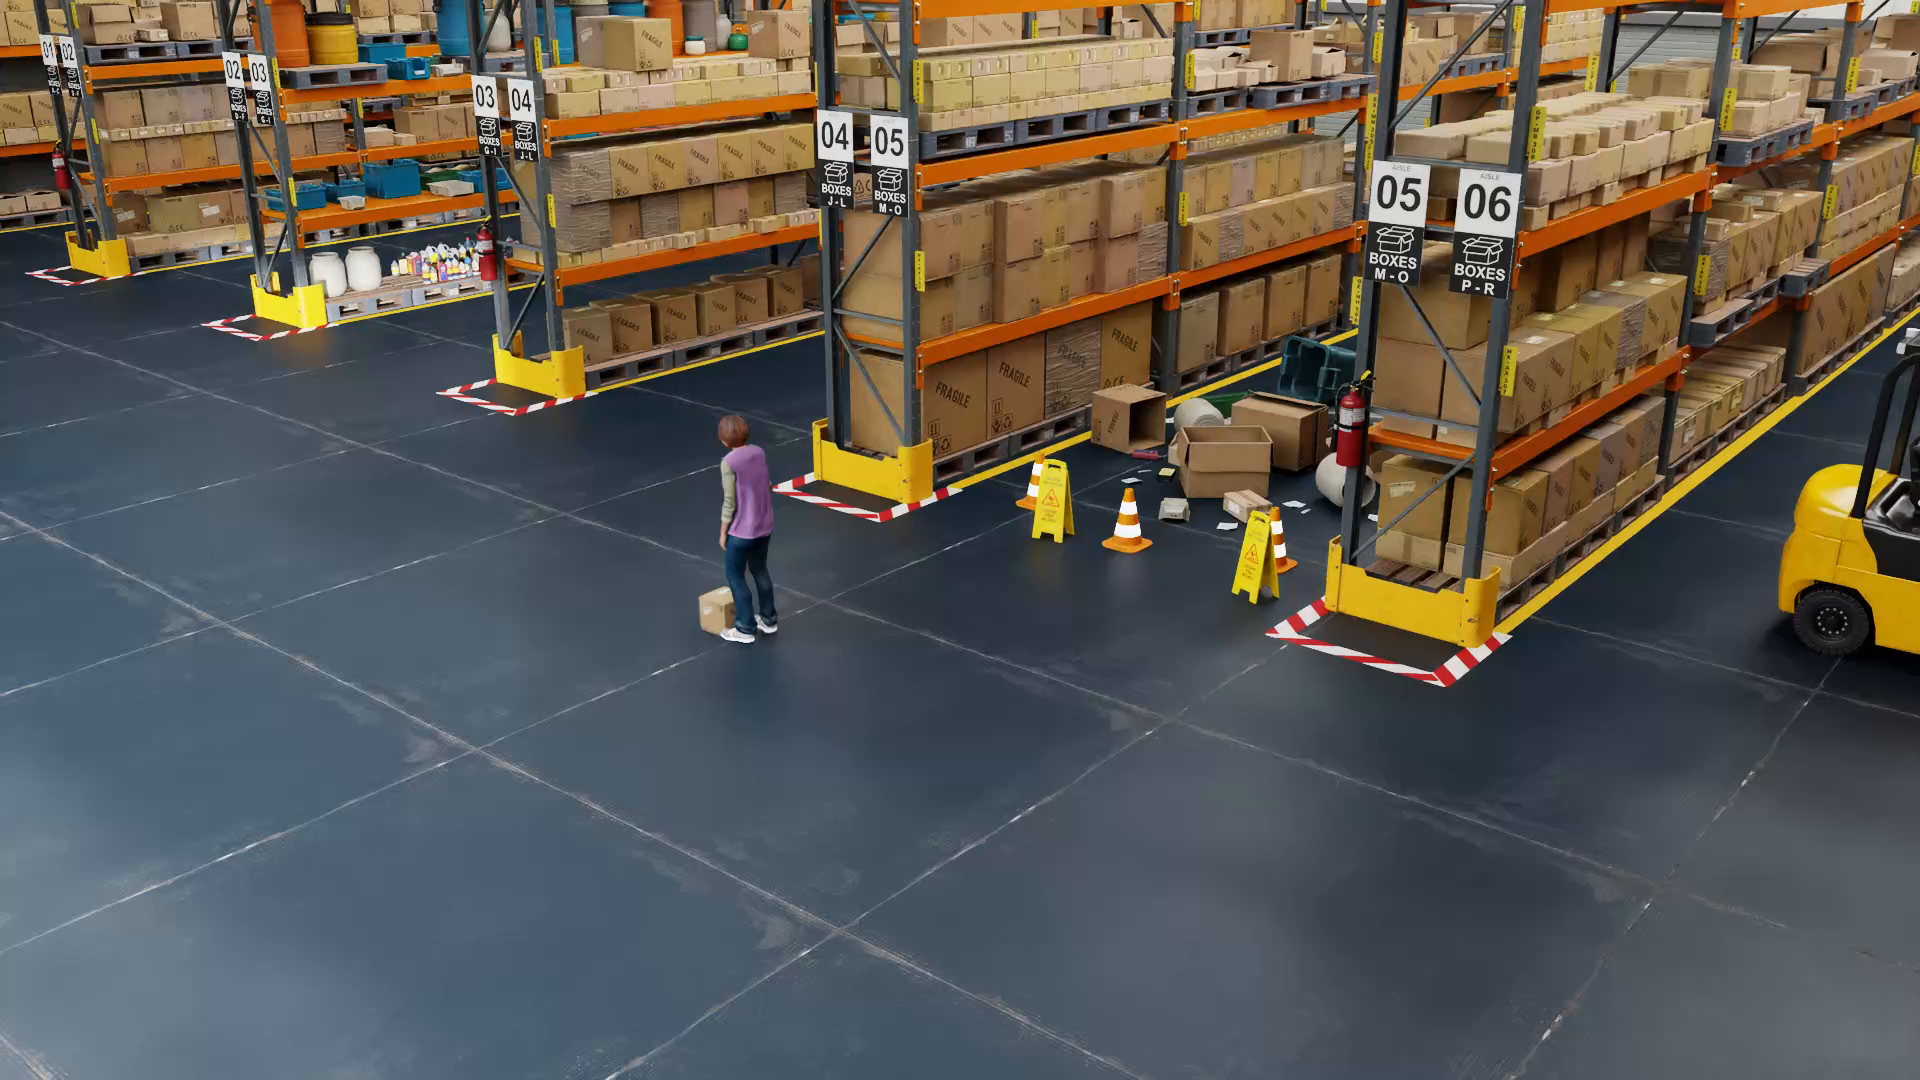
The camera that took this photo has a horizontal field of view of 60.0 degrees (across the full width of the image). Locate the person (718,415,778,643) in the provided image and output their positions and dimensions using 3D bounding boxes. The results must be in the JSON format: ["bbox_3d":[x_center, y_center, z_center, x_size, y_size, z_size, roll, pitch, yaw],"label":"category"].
[{"bbox_3d":[-1.450,-0.075,11.293,0.345,1.592,0.466,15,25,34],"label":"person"}]
